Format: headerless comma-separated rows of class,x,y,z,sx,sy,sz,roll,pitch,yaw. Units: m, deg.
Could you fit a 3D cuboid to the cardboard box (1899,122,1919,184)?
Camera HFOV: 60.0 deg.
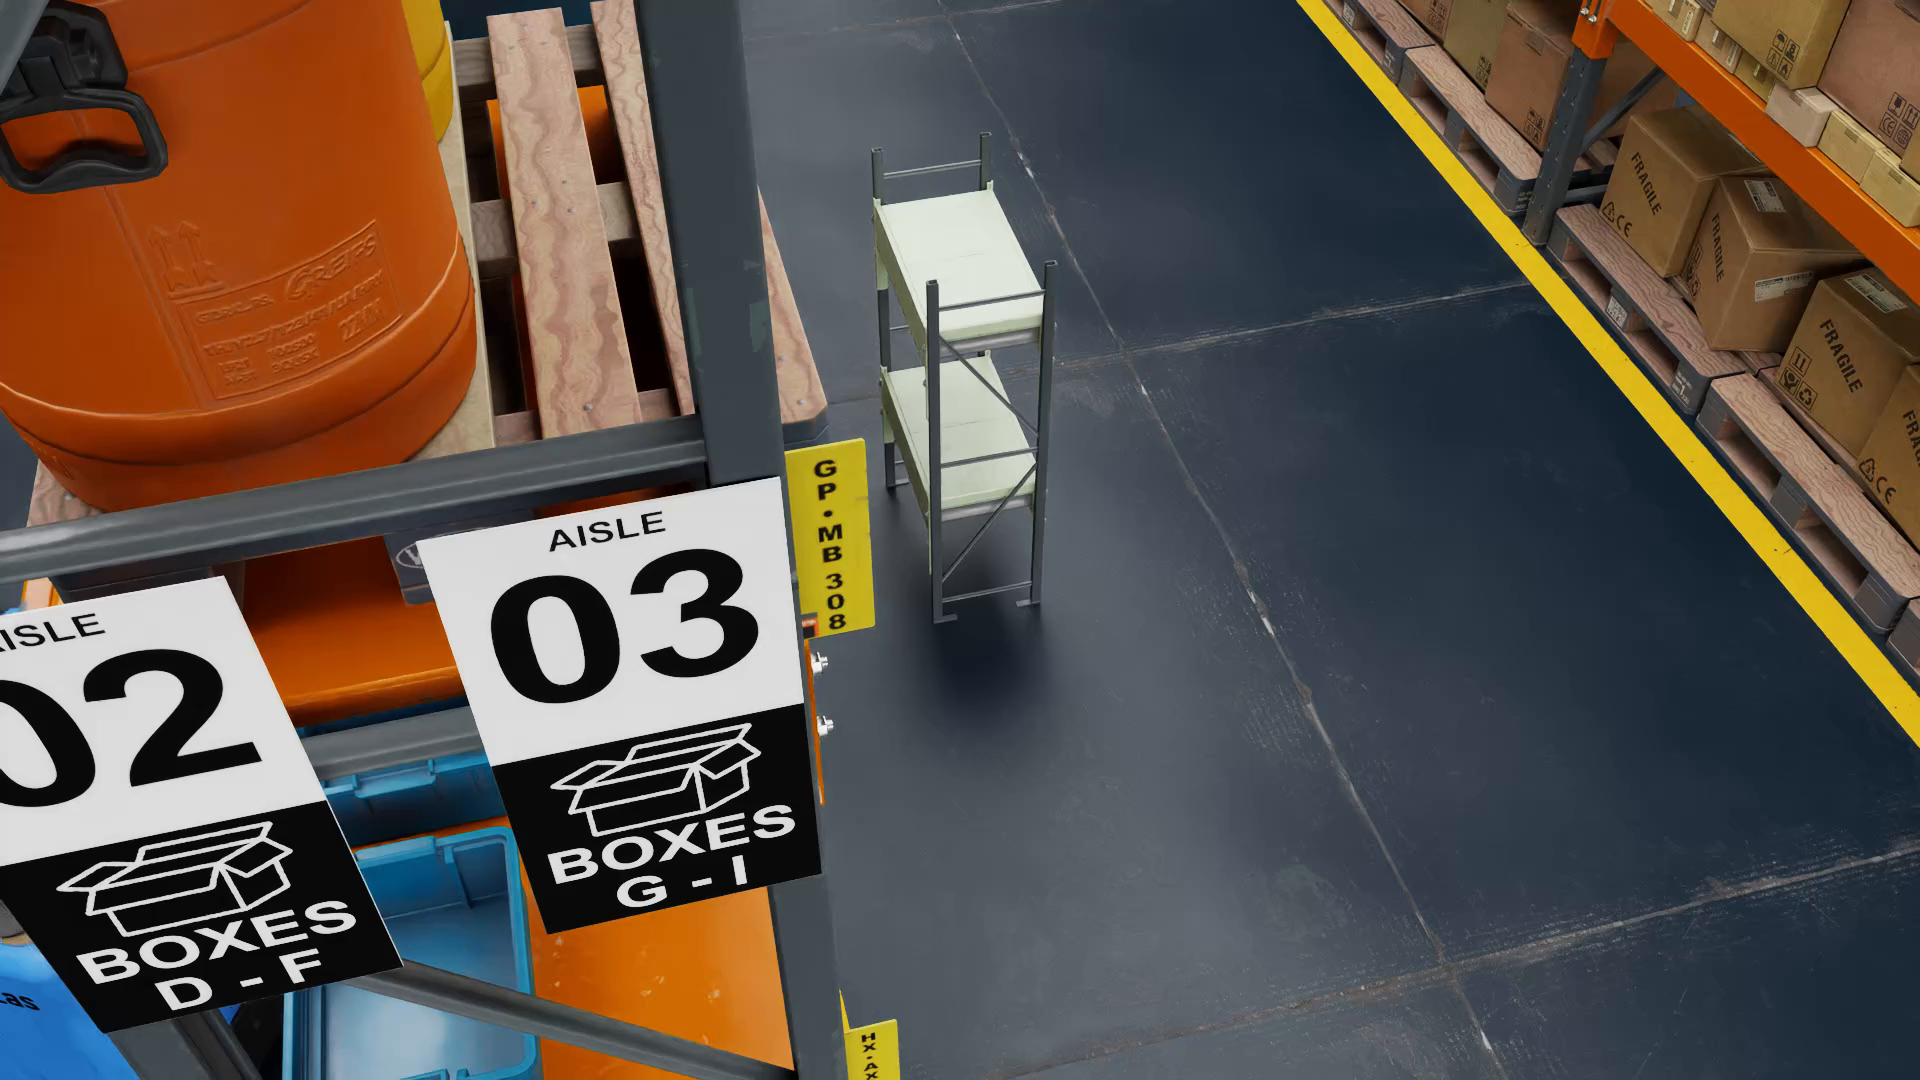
cardboard box,3.535,-1.297,5.143,0.875,0.500,0.500,-11,47,-10

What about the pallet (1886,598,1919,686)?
pallet,3.903,0.607,5.508,1.003,0.211,1.213,-11,47,-10

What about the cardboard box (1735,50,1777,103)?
cardboard box,3.051,-1.706,5.998,0.380,0.149,0.250,-11,47,-10

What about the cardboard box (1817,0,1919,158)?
cardboard box,3.447,-1.650,5.488,0.875,0.500,0.500,-11,47,-10

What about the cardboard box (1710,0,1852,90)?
cardboard box,3.221,-1.977,5.809,0.875,0.500,0.500,-11,47,-10

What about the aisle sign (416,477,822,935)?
aisle sign,-0.390,0.242,2.092,0.394,0.787,0.004,-11,47,-10

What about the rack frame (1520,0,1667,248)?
rack frame,3.072,-2.511,6.611,1.000,3.000,0.127,-11,47,-10

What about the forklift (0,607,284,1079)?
forklift,-3.411,0.139,4.061,3.031,2.935,1.130,9,46,9

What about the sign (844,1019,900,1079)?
sign,-0.159,0.962,3.013,0.100,0.325,0.005,-11,47,-10

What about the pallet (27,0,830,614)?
pallet,-0.809,-0.417,2.590,1.003,0.211,1.213,-11,47,-10

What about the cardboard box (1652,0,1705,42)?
cardboard box,2.888,-2.045,6.330,0.380,0.149,0.250,-11,47,-10

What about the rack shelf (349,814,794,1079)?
rack shelf,-1.204,0.027,4.627,1.077,0.370,4.000,-11,47,-10

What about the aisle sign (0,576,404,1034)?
aisle sign,-0.961,0.350,1.986,0.394,0.787,0.004,-11,47,-10

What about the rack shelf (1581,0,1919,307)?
rack shelf,3.584,-0.878,5.514,1.077,0.370,4.000,-11,47,-10

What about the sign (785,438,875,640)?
sign,-0.159,0.006,2.038,0.100,0.325,0.005,-11,47,-10

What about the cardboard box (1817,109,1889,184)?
cardboard box,3.180,-1.361,5.660,0.380,0.149,0.250,-11,47,-10

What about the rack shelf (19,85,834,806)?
rack shelf,-1.204,-1.023,3.556,1.077,0.370,4.000,-11,47,-10

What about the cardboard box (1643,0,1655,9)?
cardboard box,2.836,-2.220,6.501,0.380,0.149,0.250,-11,47,-10

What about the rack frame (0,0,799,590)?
rack frame,-0.692,-0.944,0.874,1.000,3.000,0.127,-11,47,-10

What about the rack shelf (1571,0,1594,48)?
rack shelf,2.560,-3.640,8.221,1.077,0.370,4.000,-11,47,-10

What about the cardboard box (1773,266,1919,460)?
cardboard box,3.524,-0.691,6.283,0.500,0.500,0.500,-15,47,-14

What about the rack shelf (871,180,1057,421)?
rack shelf,0.002,-0.793,5.431,0.431,0.370,0.720,-11,47,-10

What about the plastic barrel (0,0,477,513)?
plastic barrel,-0.939,-0.503,1.948,0.600,0.830,0.708,-11,47,-10

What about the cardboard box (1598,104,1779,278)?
cardboard box,3.136,-1.500,7.076,0.500,0.500,0.500,-12,47,-12

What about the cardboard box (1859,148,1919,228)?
cardboard box,3.233,-1.187,5.488,0.380,0.149,0.250,-11,47,-10

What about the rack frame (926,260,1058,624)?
rack frame,0.095,-0.268,5.462,0.400,1.500,0.023,-11,47,-10

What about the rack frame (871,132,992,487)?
rack frame,-0.092,-0.773,5.957,0.400,1.500,0.023,-11,47,-10

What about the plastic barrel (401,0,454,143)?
plastic barrel,-1.107,-0.870,2.477,0.600,0.588,0.600,0,46,0

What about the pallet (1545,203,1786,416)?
pallet,3.278,-1.078,7.158,1.003,0.211,1.213,-11,47,-10

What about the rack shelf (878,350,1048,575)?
rack shelf,0.002,-0.292,5.943,0.431,0.370,0.720,-11,47,-10

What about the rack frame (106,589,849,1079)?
rack frame,-0.692,1.156,3.017,1.000,3.000,0.127,-11,47,-10

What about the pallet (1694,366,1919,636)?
pallet,3.594,-0.234,6.331,1.003,0.211,1.213,-11,47,-10

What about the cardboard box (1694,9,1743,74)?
cardboard box,2.978,-1.877,6.165,0.380,0.149,0.250,-11,47,-10

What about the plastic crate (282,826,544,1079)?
plastic crate,-1.109,0.917,3.355,0.499,0.251,0.616,-11,47,-10

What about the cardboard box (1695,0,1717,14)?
cardboard box,3.127,-2.328,6.153,0.875,0.500,0.500,-11,47,-10

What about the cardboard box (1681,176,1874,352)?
cardboard box,3.290,-1.106,6.689,0.500,0.500,0.500,3,46,2

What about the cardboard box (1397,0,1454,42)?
cardboard box,2.688,-2.937,8.470,0.700,0.500,0.500,-14,47,-14

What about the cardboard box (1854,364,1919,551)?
cardboard box,3.624,-0.298,5.898,0.500,0.500,0.500,-7,46,-7

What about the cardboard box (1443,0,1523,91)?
cardboard box,2.832,-2.551,8.092,0.700,0.500,0.500,-11,47,-11

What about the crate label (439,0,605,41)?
crate label,-0.852,-1.194,3.324,0.502,0.251,0.408,-11,47,-10

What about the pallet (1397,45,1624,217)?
pallet,2.871,-2.072,8.133,1.003,0.211,1.213,-11,47,-10

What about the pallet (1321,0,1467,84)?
pallet,2.555,-2.916,8.960,1.003,0.211,1.213,-11,47,-10

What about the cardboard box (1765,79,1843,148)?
cardboard box,3.076,-1.526,5.821,0.380,0.149,0.250,-11,47,-10

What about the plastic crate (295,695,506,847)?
plastic crate,-1.270,0.468,3.795,0.499,0.251,0.408,-11,47,-10

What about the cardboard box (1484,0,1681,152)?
cardboard box,2.935,-2.218,7.766,0.700,0.500,0.500,-14,47,-13

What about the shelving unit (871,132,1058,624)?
shelving unit,0.002,-0.520,5.710,0.431,1.500,0.755,-11,47,-10
